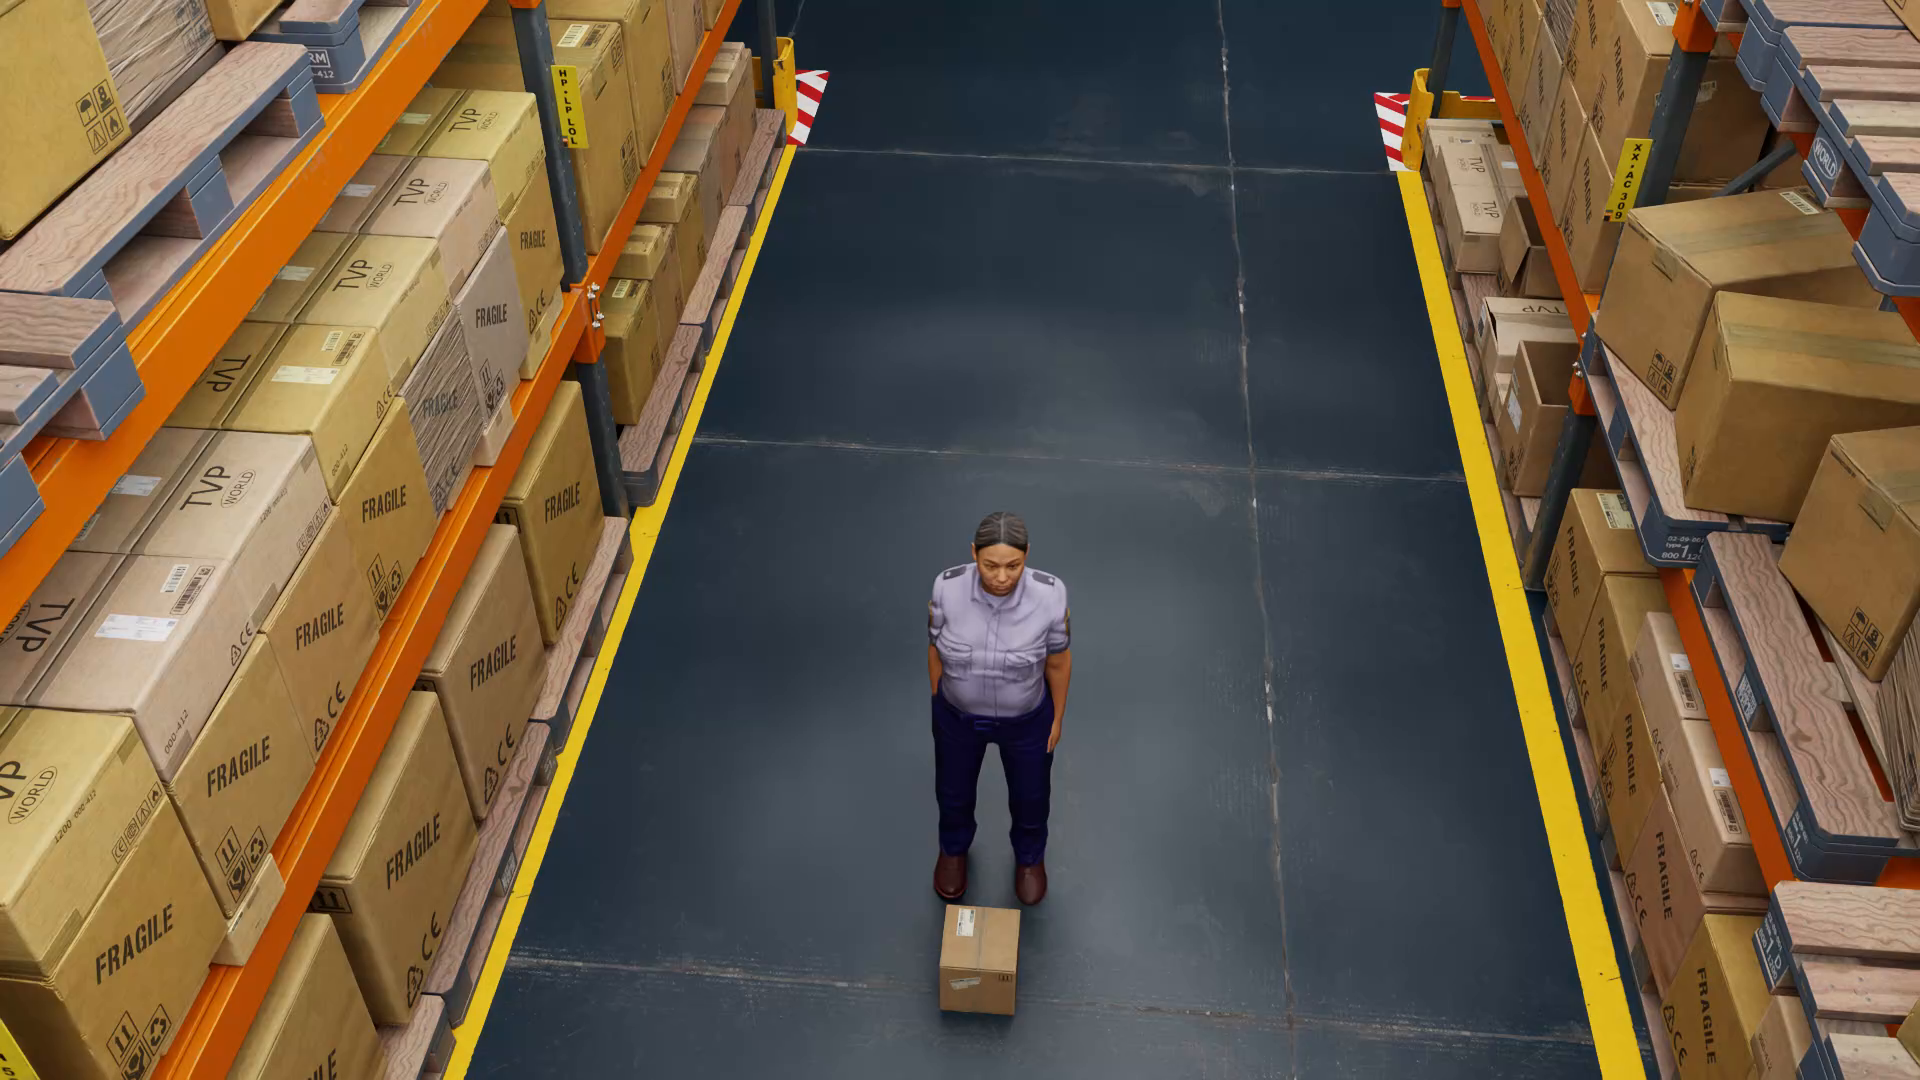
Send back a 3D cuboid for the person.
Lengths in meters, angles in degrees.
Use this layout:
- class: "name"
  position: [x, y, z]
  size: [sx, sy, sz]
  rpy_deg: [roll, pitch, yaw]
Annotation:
- class: "person"
  position: [0.124, 0.582, 5.496]
  size: [0.466, 1.659, 0.343]
  rpy_deg: [4, 40, 5]
